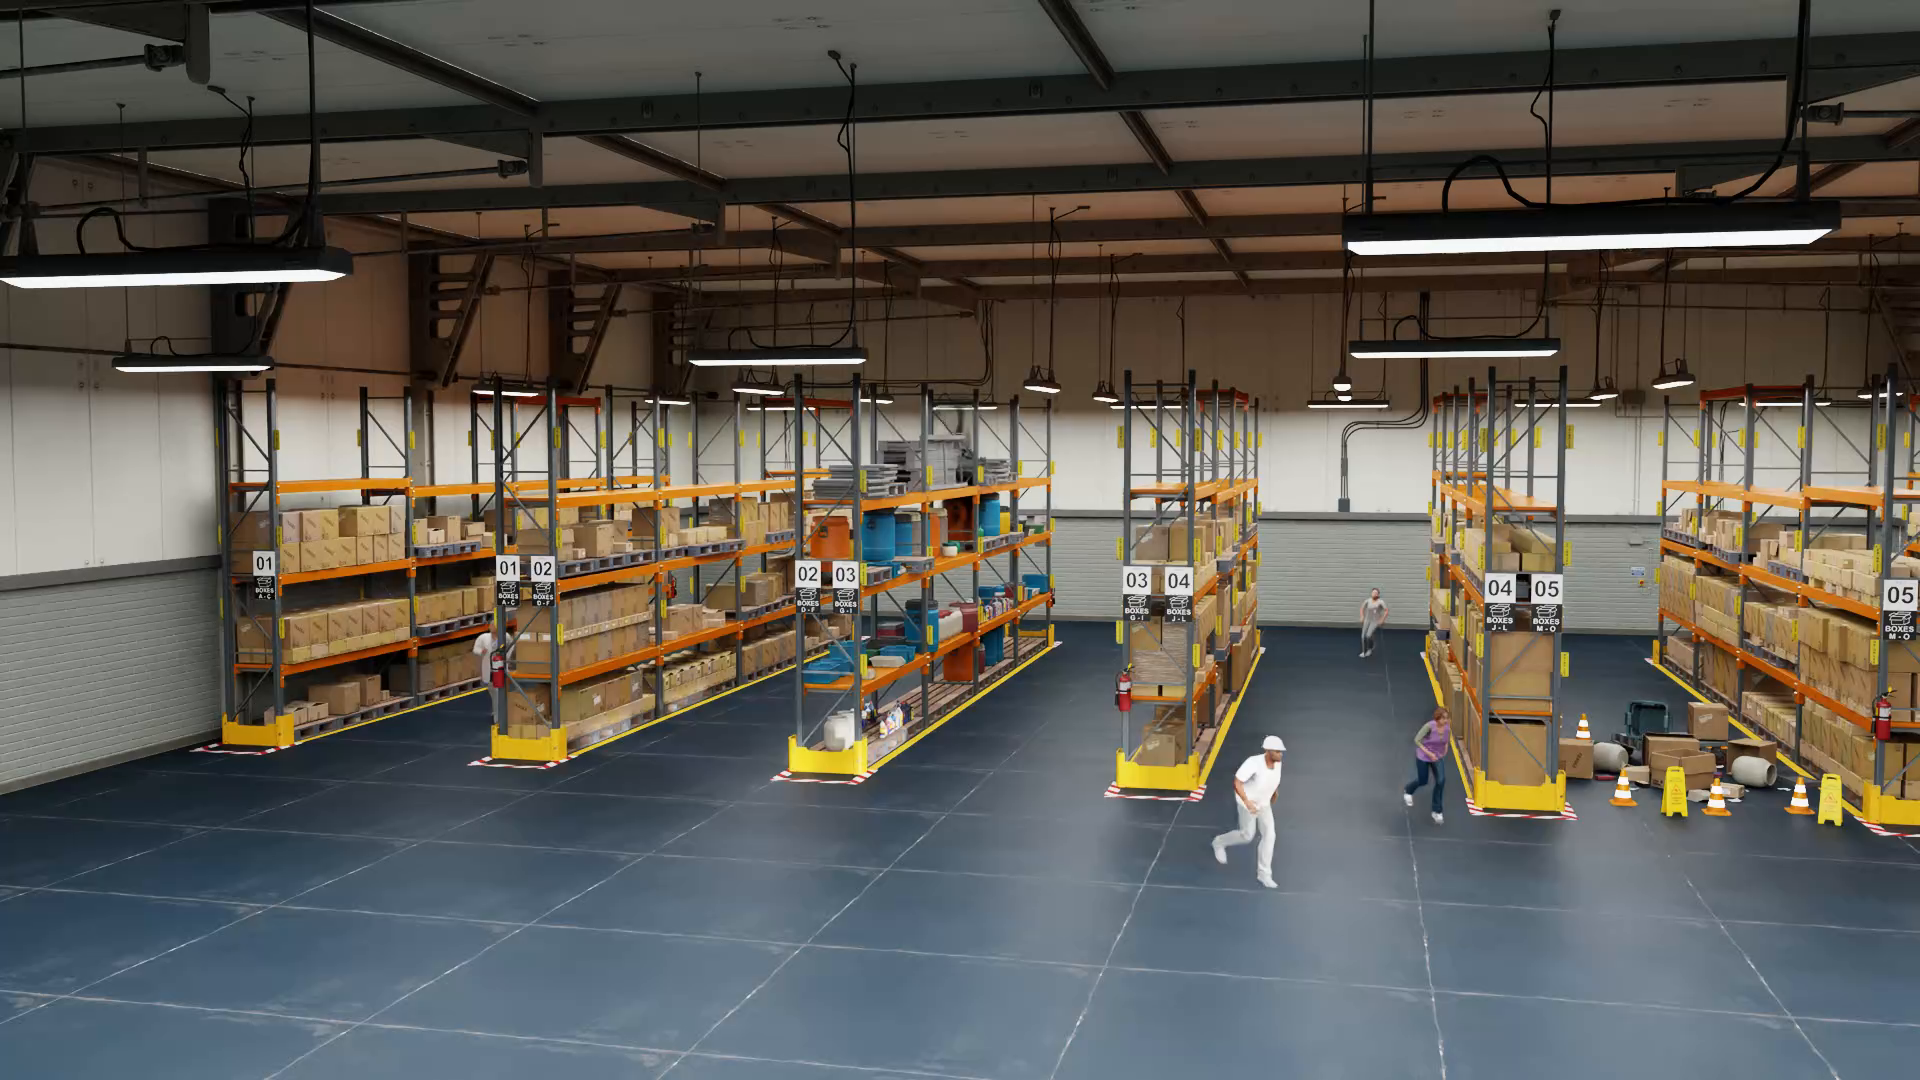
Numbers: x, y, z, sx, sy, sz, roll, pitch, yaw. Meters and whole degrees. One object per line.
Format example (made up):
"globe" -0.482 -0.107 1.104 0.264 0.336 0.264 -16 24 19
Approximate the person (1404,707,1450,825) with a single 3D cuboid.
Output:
"person" 6.193 2.934 22.077 0.573 1.544 0.918 -1 4 -21

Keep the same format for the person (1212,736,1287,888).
"person" 3.301 3.040 18.950 0.720 1.713 1.021 -3 5 -43

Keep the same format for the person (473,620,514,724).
"person" -8.350 2.373 29.746 0.672 1.766 0.902 -1 3 -8

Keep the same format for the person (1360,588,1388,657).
"person" 9.457 1.908 38.151 0.623 1.604 0.563 3 4 36
